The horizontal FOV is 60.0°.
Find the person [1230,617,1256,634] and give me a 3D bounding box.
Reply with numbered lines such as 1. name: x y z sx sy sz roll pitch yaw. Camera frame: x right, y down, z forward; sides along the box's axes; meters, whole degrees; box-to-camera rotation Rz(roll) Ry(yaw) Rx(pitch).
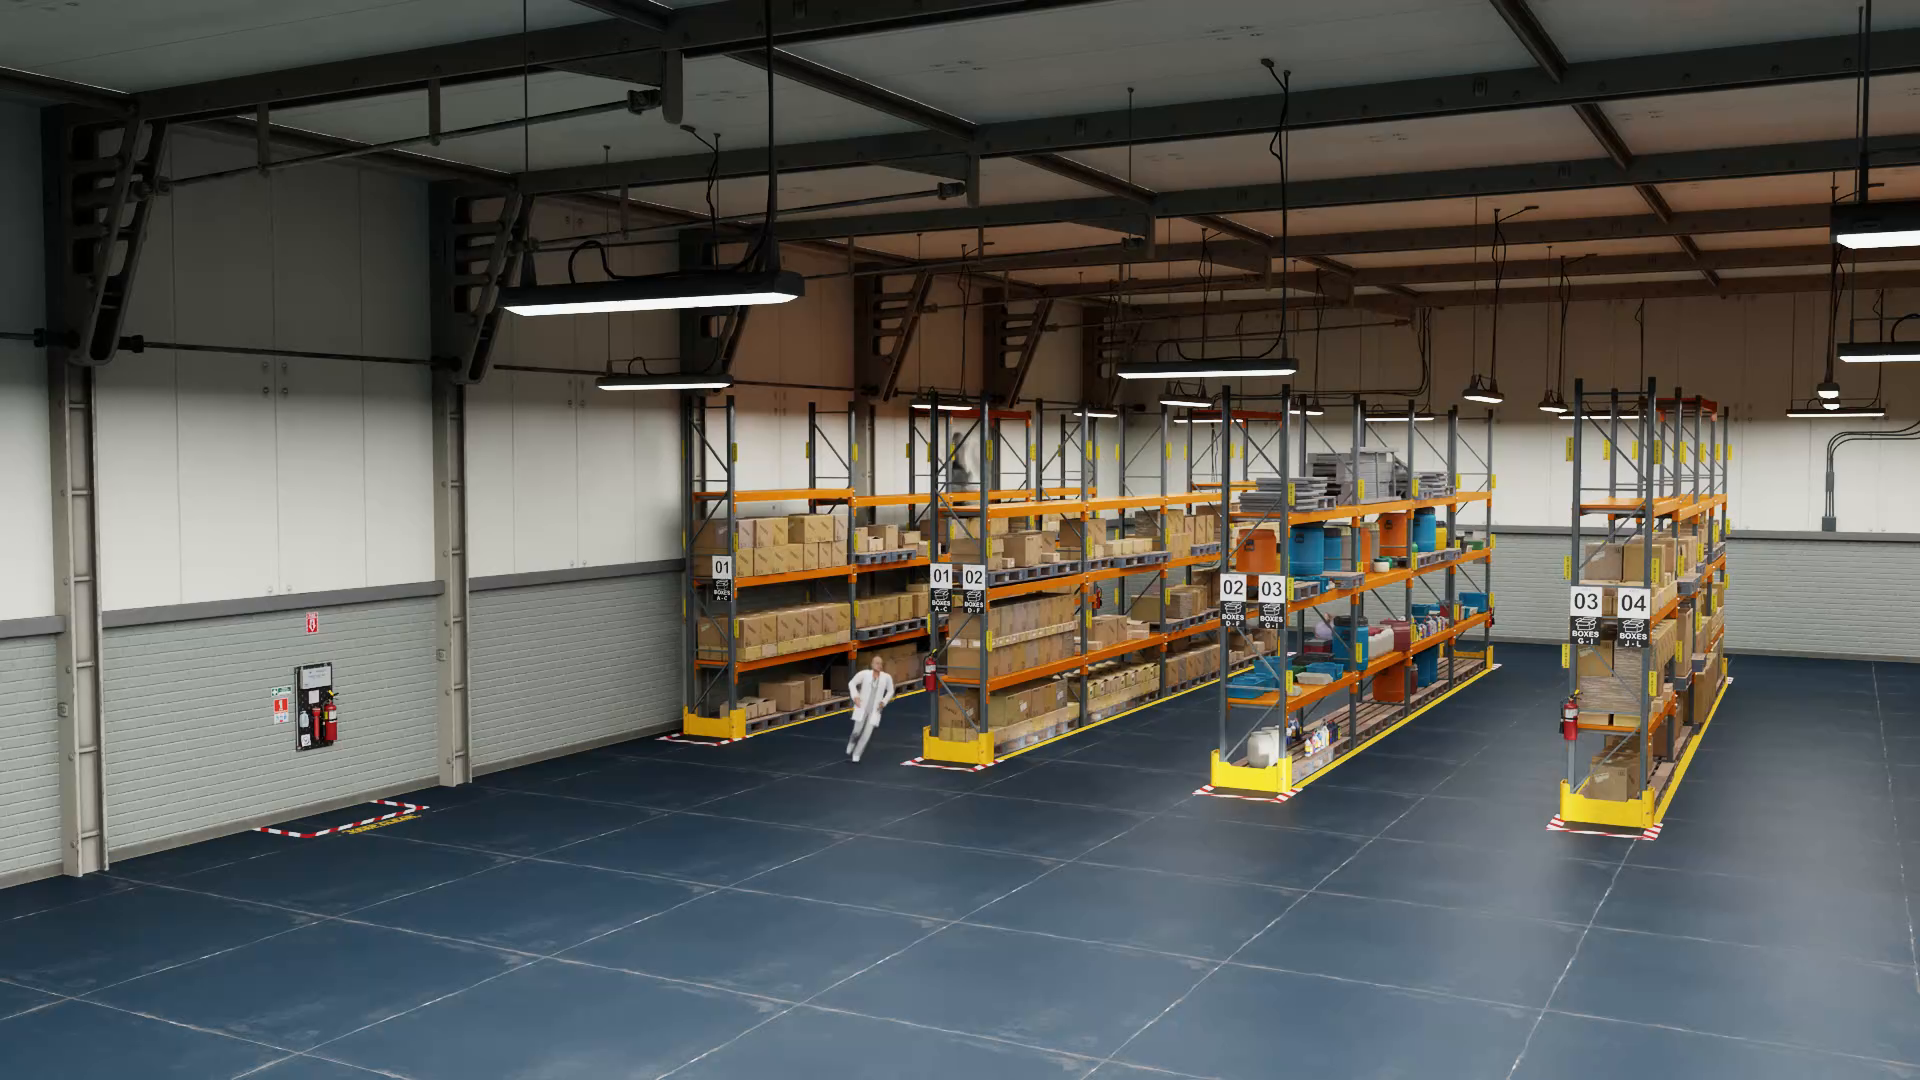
1. person: 7.332 1.892 42.889 0.971 1.743 0.673 3 4 40

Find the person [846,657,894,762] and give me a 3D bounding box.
1. person: -1.458 2.832 27.086 0.774 1.506 0.648 0 3 -8

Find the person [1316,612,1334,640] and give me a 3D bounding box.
1. person: 7.748 2.344 35.184 0.580 1.637 0.630 2 3 28
